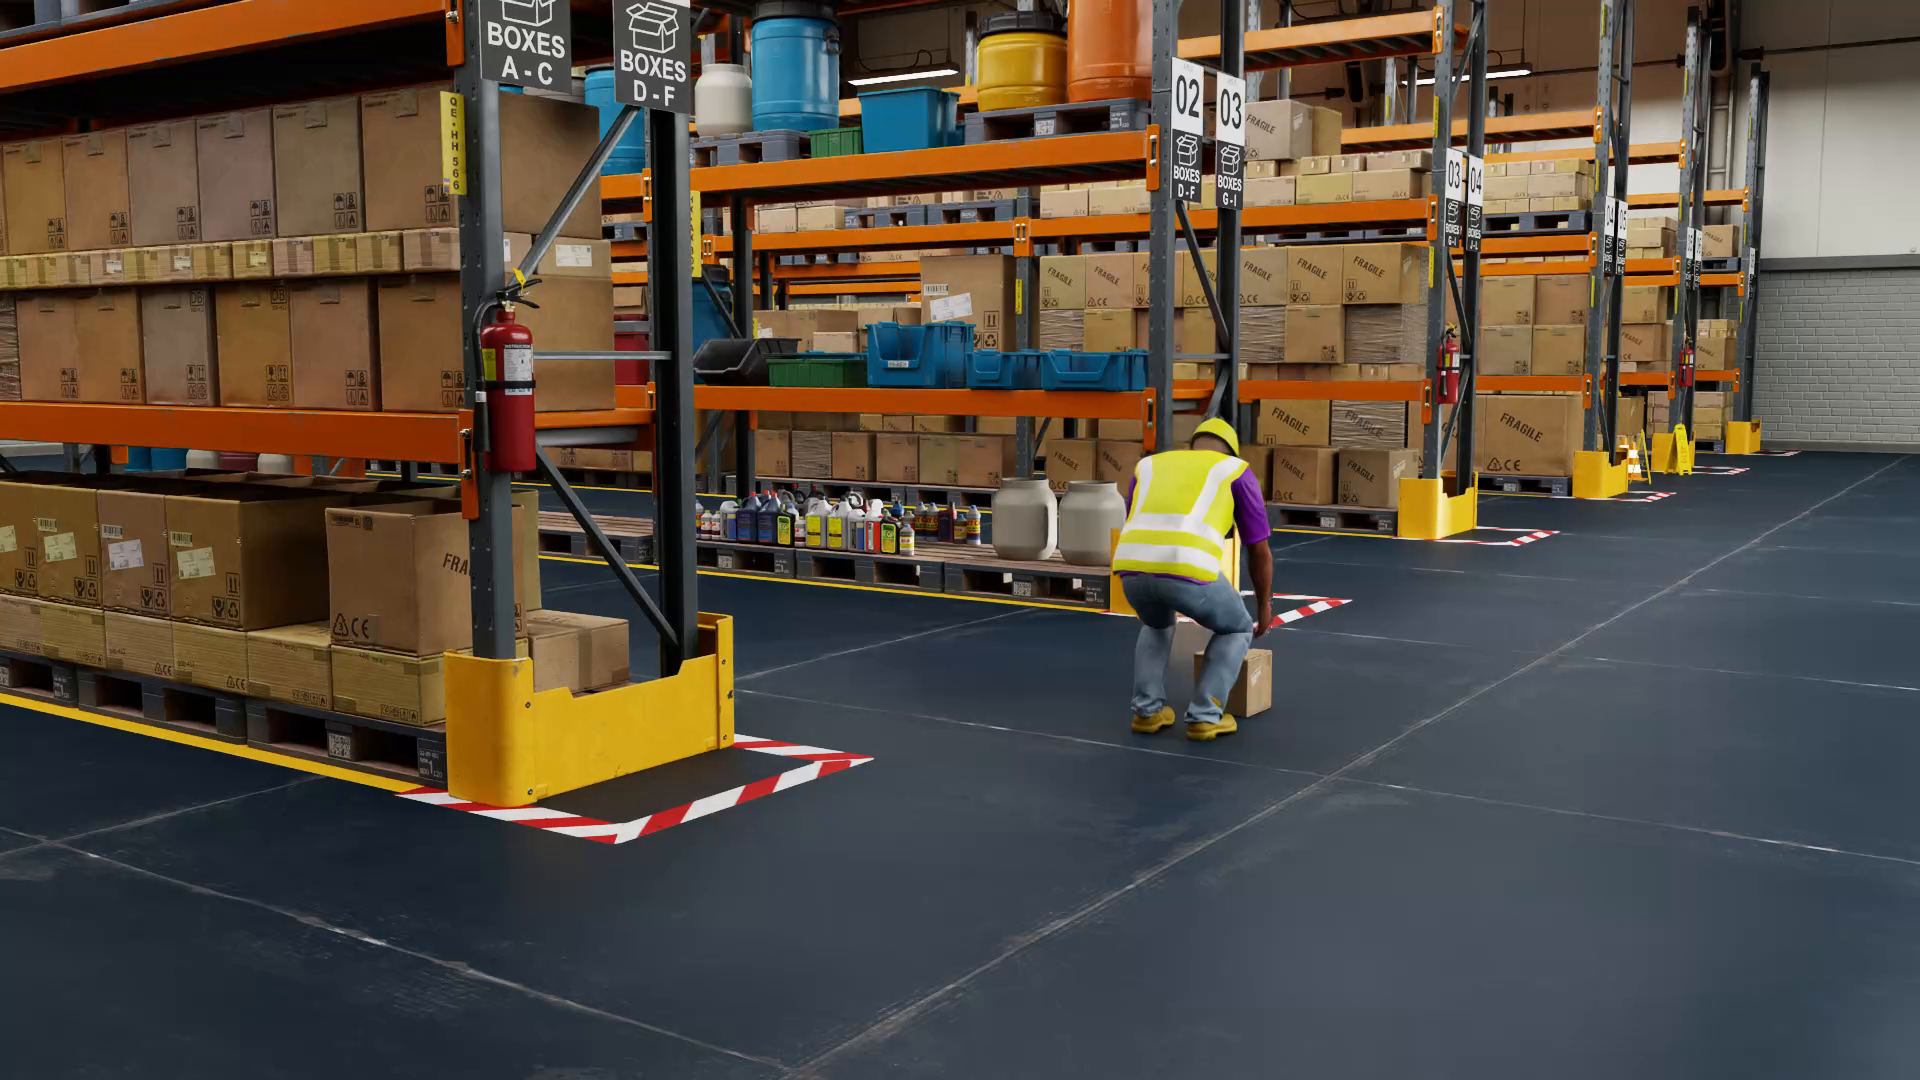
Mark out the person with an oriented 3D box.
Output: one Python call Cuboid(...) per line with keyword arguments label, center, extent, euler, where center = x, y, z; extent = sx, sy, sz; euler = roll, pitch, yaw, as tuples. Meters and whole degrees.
Cuboid(label="person", center=(0.909, 0.140, 6.758), extent=(0.625, 1.253, 0.828), euler=(4, 8, 33))
